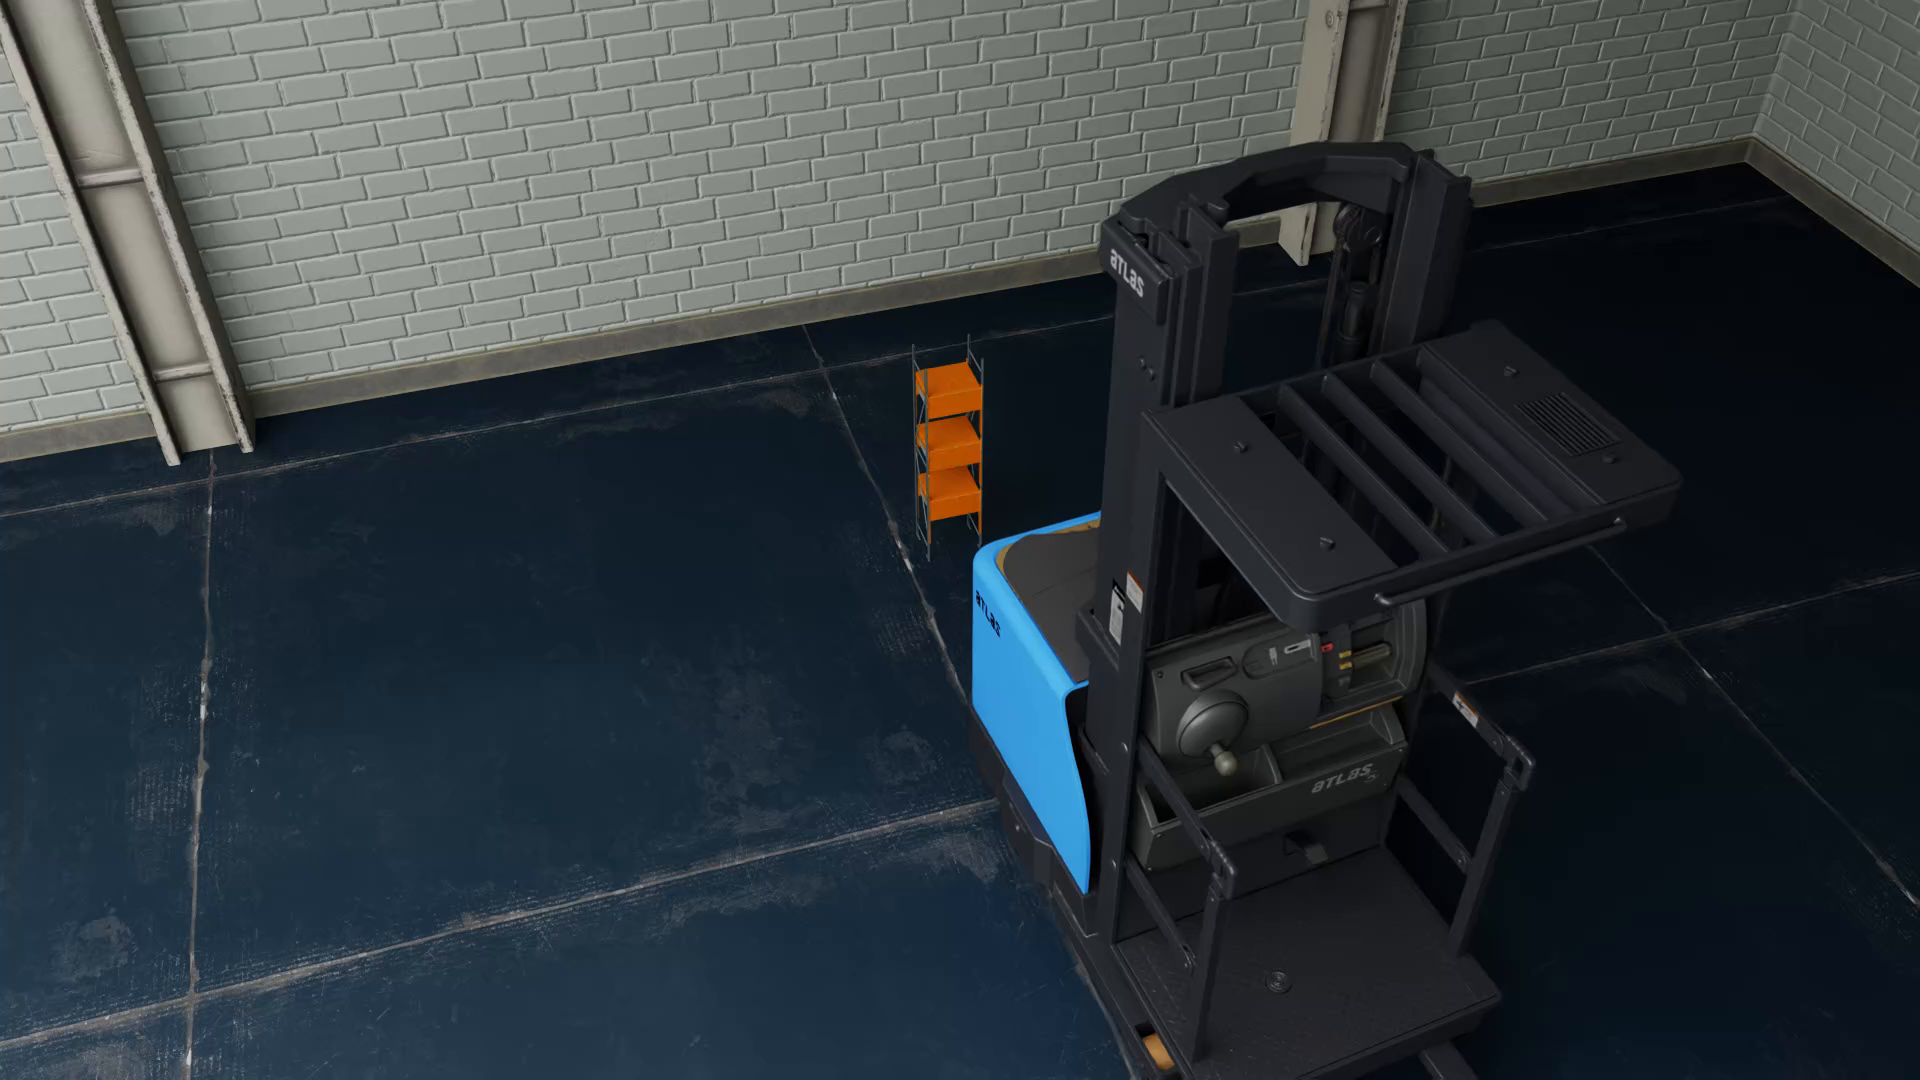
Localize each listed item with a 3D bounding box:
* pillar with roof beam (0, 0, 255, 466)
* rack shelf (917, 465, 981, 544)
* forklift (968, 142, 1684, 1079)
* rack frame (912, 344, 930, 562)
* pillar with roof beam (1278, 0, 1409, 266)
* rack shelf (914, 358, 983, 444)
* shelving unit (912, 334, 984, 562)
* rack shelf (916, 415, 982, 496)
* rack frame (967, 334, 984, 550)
[{"bbox_3d":[-2.376,-1.179,2.109,0.400,9.000,9.100,-12,42,-13],"label":"pillar with roof beam"},{"bbox_3d":[-0.051,-0.168,7.432,0.240,0.259,0.215,-12,42,-13],"label":"rack shelf"},{"bbox_3d":[1.074,0.494,4.806,1.130,2.935,3.031,-16,44,-17],"label":"forklift"},{"bbox_3d":[-0.167,-0.361,7.214,0.008,1.050,0.200,-12,42,-13],"label":"rack frame"},{"bbox_3d":[3.347,-2.364,3.466,0.400,9.000,9.100,-12,42,-13],"label":"pillar with roof beam"},{"bbox_3d":[-0.051,-0.590,7.062,0.240,0.259,0.215,-12,42,-13],"label":"rack shelf"},{"bbox_3d":[-0.051,-0.385,7.242,0.252,1.050,0.215,-12,42,-13],"label":"shelving unit"},{"bbox_3d":[-0.051,-0.377,7.249,0.240,0.259,0.215,-12,42,-13],"label":"rack shelf"},{"bbox_3d":[0.065,-0.409,7.270,0.008,1.050,0.200,-12,42,-13],"label":"rack frame"}]
